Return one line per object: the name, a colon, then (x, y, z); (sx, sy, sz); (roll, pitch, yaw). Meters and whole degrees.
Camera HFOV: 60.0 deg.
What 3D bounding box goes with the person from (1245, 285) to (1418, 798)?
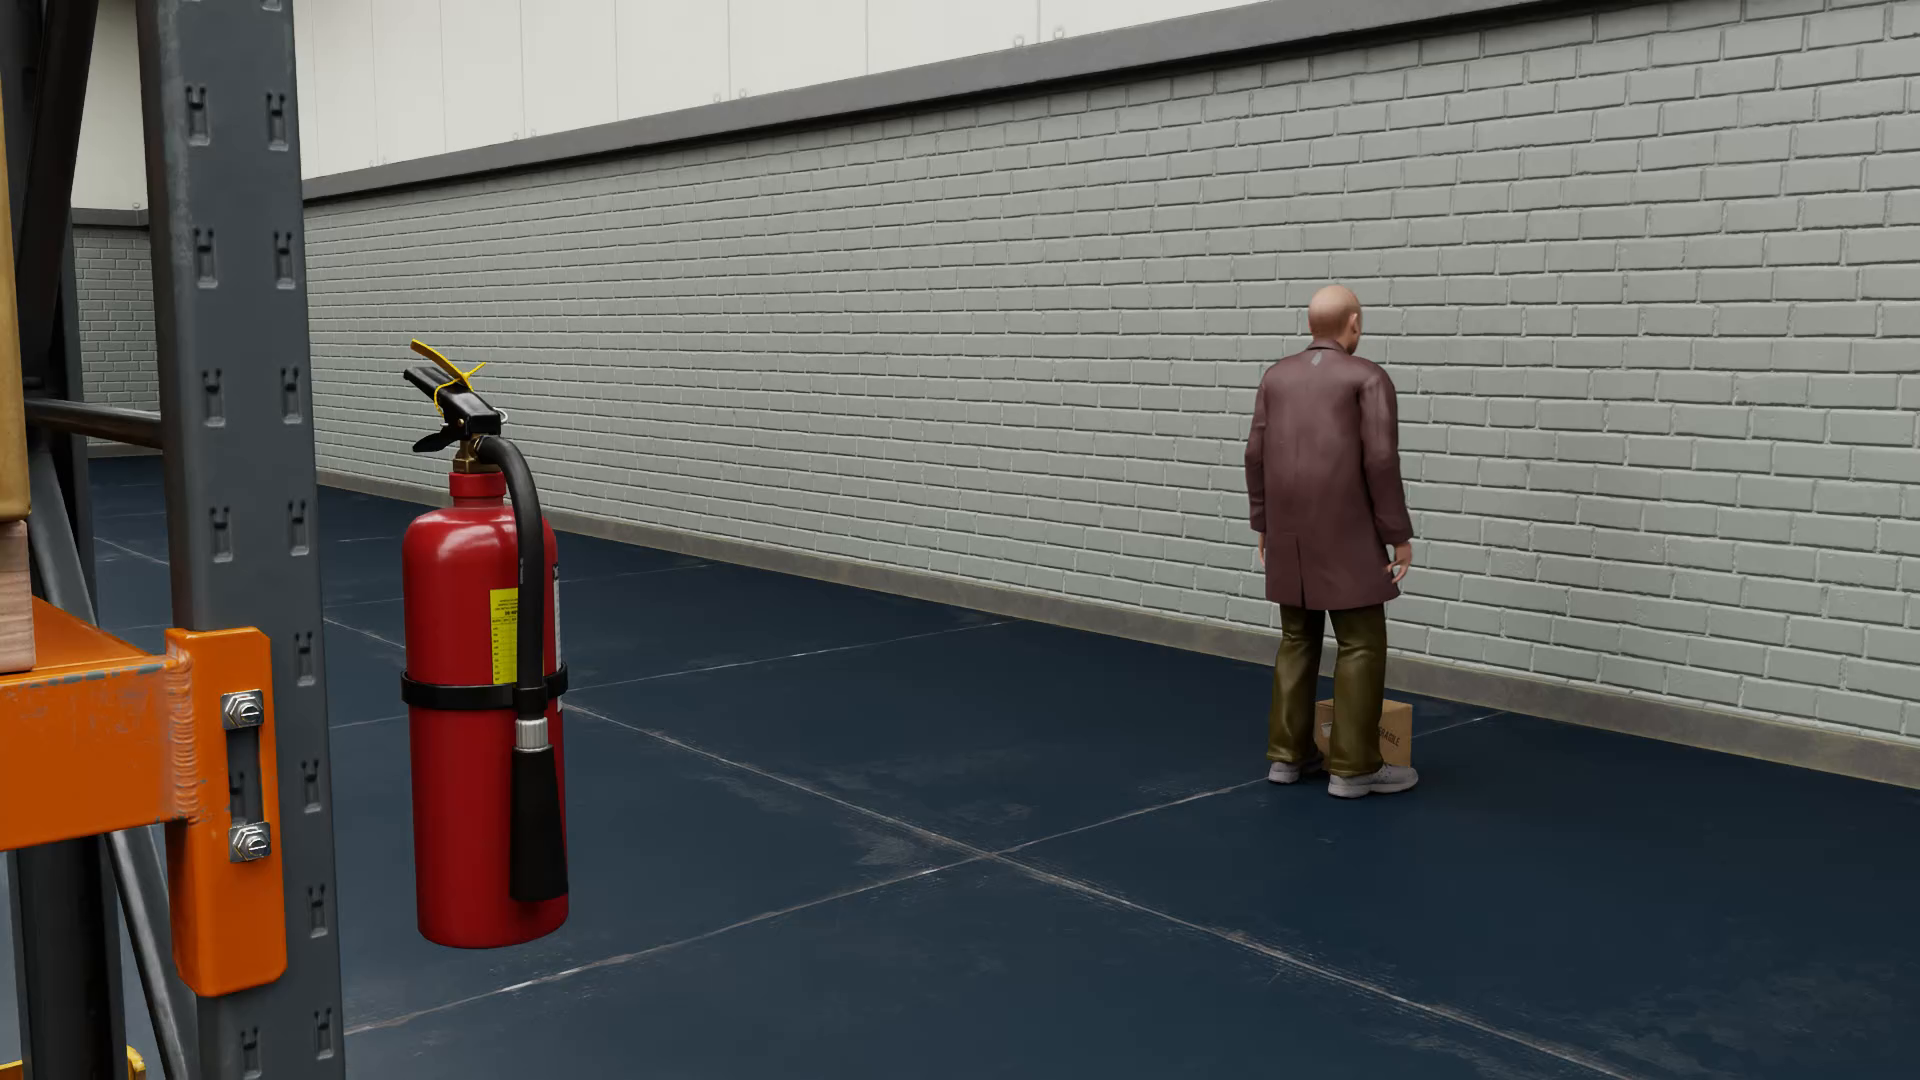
person: (1.299, -0.009, 5.901); (0.417, 1.774, 0.656); (-7, 10, -43)
